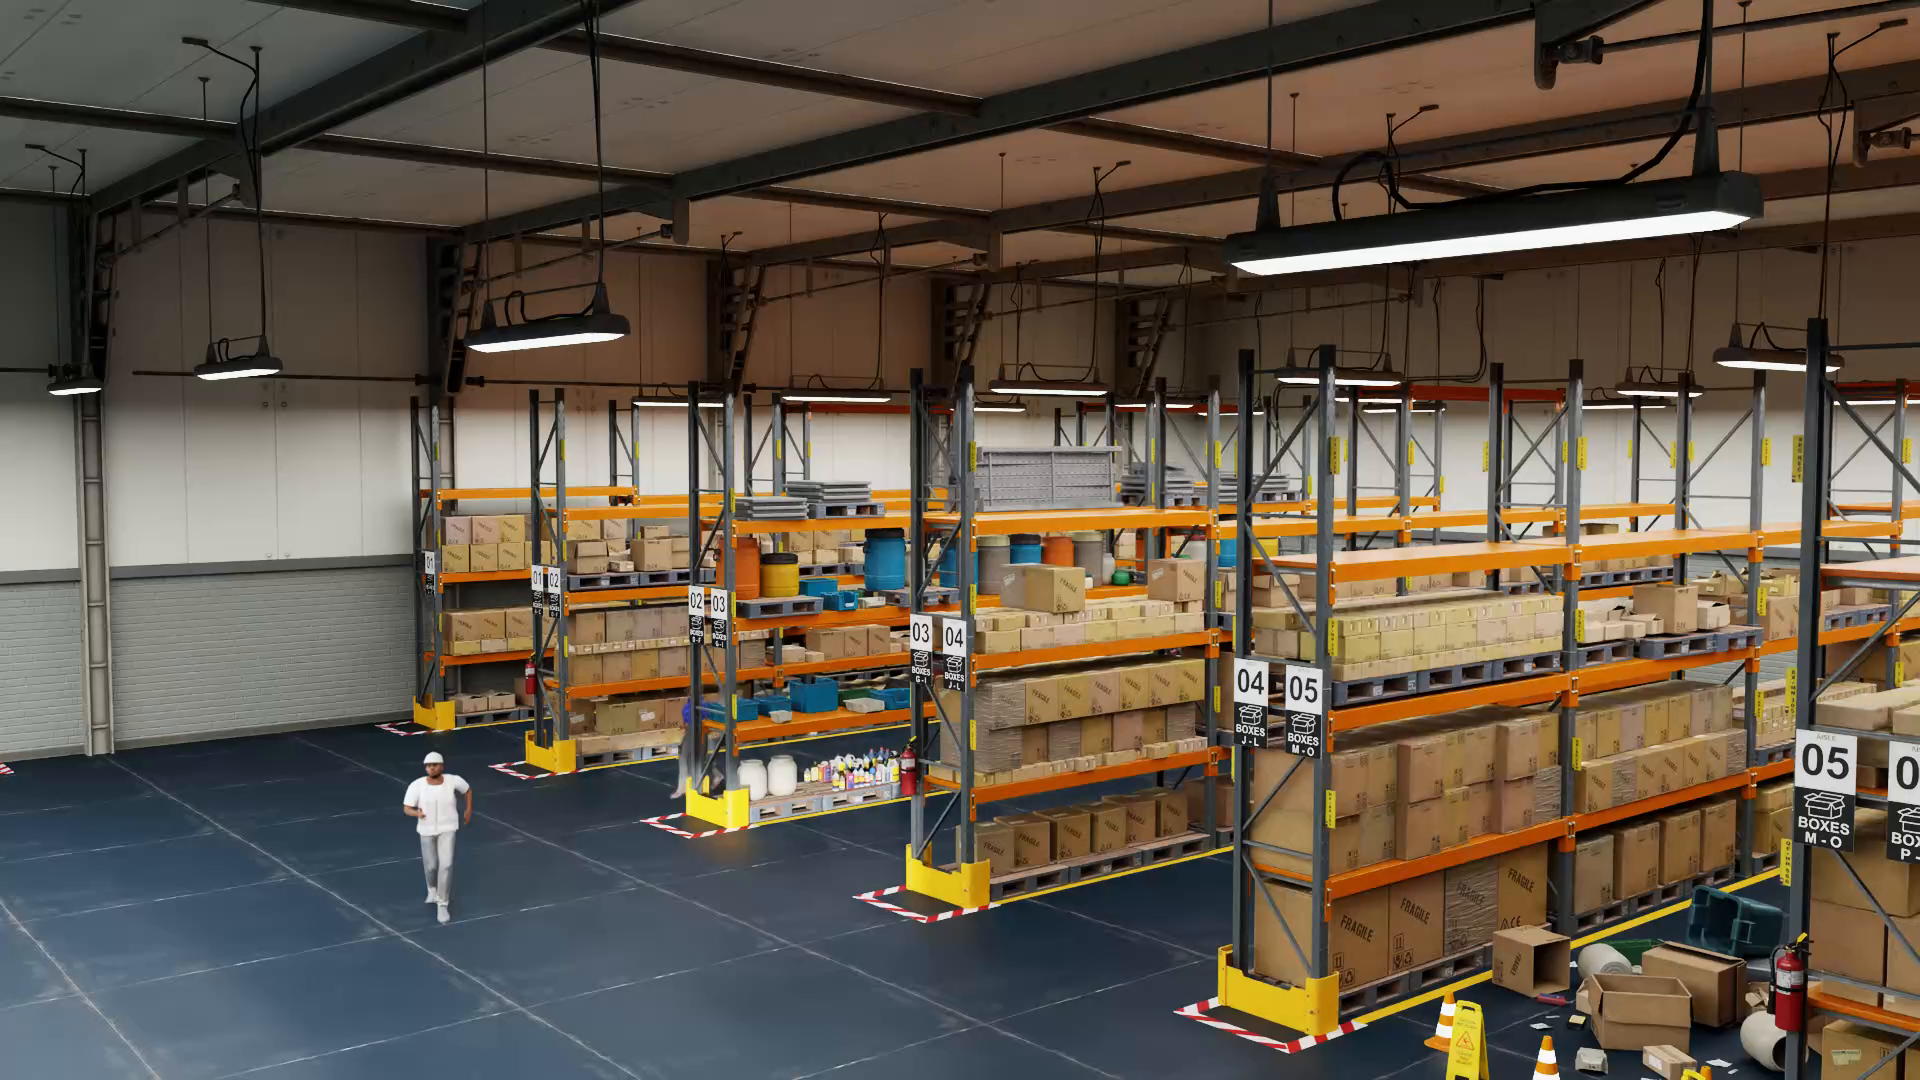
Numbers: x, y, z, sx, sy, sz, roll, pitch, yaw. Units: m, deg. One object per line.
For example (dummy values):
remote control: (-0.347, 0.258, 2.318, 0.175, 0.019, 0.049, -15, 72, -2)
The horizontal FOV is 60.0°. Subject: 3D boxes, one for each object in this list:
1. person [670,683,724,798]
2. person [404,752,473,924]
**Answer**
person: (-3.850, 2.904, 24.351, 0.575, 1.674, 0.869, 3, 5, 44)
person: (-5.716, 3.211, 18.205, 0.704, 1.785, 0.896, -1, 3, -12)
